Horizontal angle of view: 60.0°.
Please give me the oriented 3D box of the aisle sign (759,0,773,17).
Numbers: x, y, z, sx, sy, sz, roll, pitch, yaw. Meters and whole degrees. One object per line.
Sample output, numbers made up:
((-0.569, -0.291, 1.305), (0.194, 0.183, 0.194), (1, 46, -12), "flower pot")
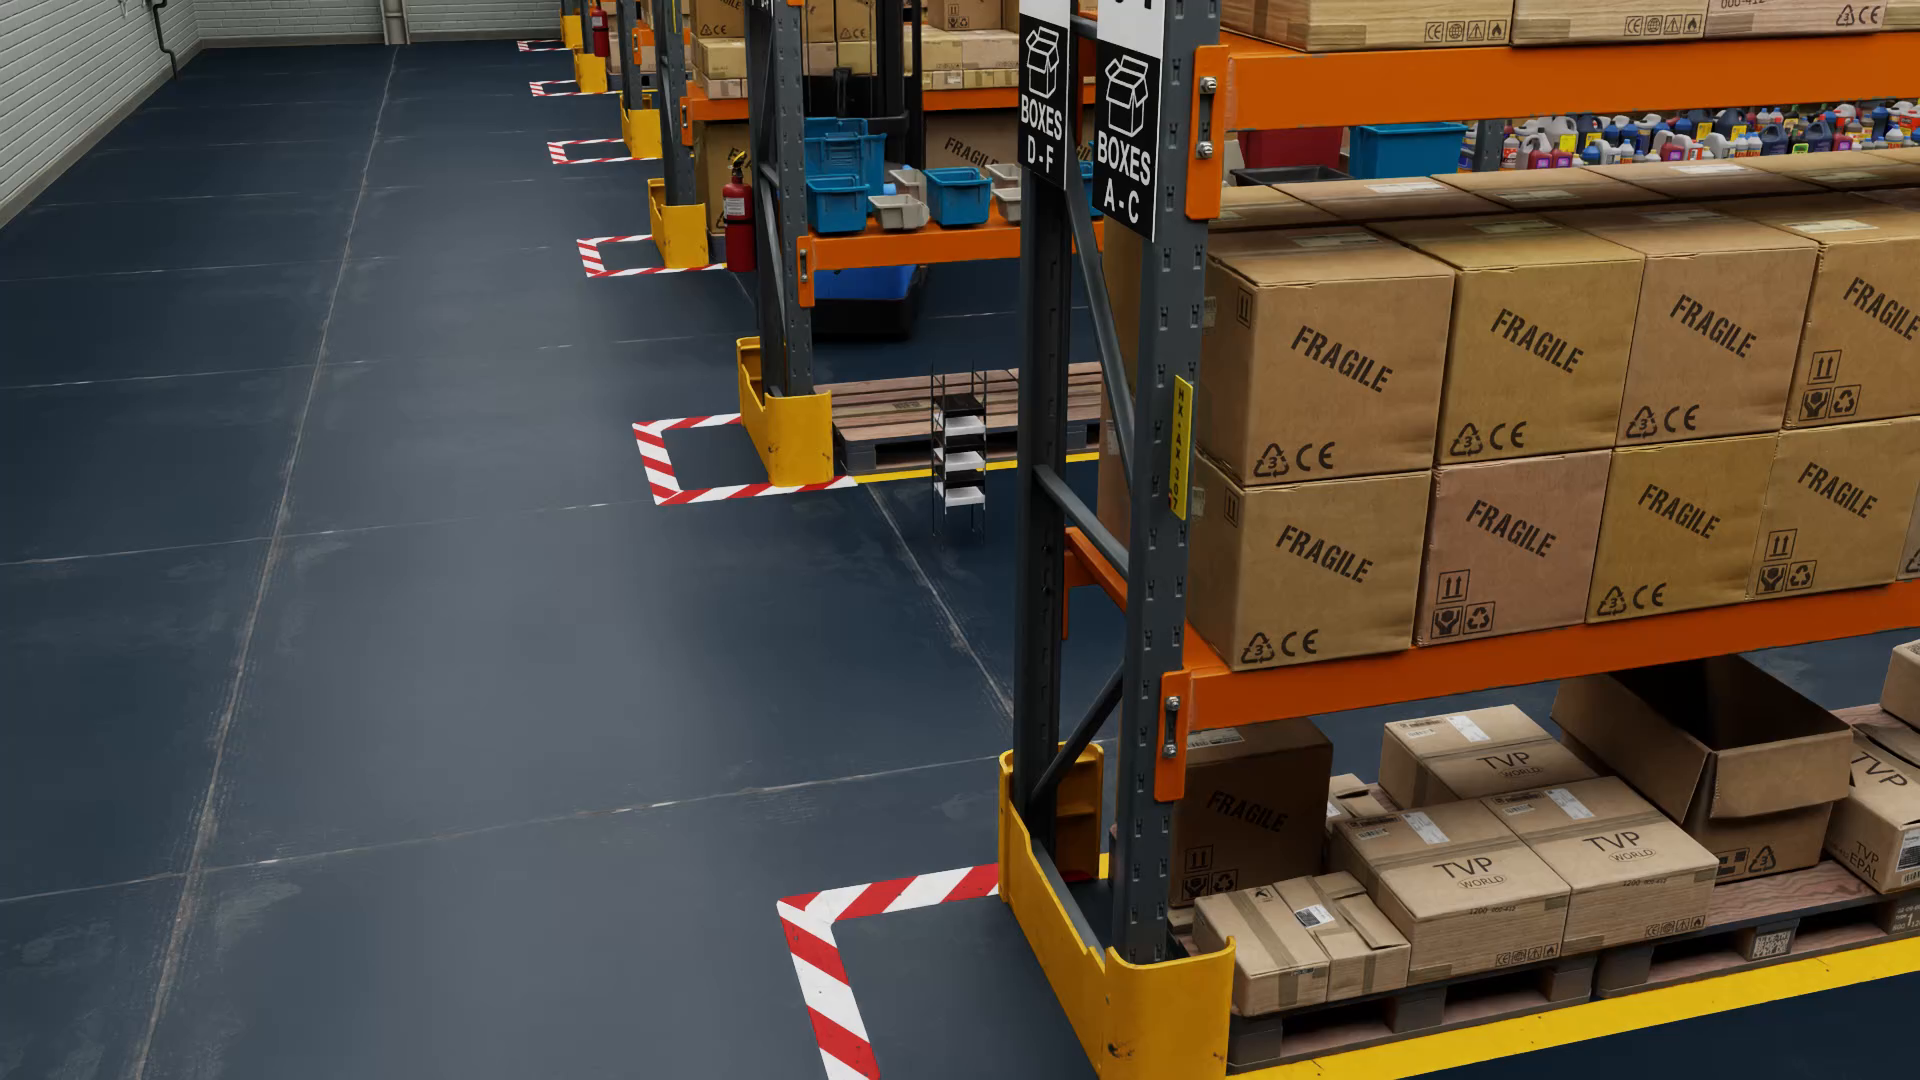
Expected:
((-0.962, -2.976, 8.084), (0.004, 0.787, 0.394), (-6, 24, -14), "aisle sign")

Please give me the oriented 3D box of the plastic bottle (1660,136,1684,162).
((4.201, -2.246, 9.828), (0.133, 0.283, 0.061), (-6, 24, -14), "plastic bottle")

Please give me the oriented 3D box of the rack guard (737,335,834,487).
((-0.993, -0.745, 9.353), (0.348, 0.500, 1.175), (-6, 24, -14), "rack guard")

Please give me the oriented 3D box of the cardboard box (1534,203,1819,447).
((1.844, -0.583, 4.410), (0.500, 0.500, 0.500), (-6, 24, -14), "cardboard box")

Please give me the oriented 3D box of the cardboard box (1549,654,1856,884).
((2.405, 0.700, 5.421), (0.637, 0.503, 0.797), (-6, 24, -14), "cardboard box")

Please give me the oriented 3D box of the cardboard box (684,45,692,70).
((-3.501, -6.769, 22.938), (0.875, 0.438, 0.875), (-6, 24, -13), "cardboard box")

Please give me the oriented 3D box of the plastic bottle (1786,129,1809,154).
((5.048, -2.339, 10.046), (0.133, 0.283, 0.061), (-6, 24, -14), "plastic bottle")

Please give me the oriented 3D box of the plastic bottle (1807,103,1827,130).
((5.638, -2.730, 10.957), (0.133, 0.283, 0.061), (-6, 24, -14), "plastic bottle")

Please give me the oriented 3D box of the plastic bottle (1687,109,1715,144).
((4.735, -2.644, 10.671), (0.185, 0.351, 0.144), (-6, 24, -14), "plastic bottle")

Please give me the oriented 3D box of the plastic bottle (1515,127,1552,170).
((3.343, -2.224, 9.691), (0.185, 0.351, 0.144), (-6, 24, -14), "plastic bottle")

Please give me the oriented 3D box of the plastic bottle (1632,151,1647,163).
((3.992, -2.192, 9.807), (0.097, 0.201, 0.097), (0, 23, 0), "plastic bottle")

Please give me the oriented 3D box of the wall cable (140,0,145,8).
((-10.805, -7.939, 21.660), (0.122, 1.984, 0.588), (-6, 24, -14), "wall cable")

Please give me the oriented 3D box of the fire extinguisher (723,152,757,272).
((-1.241, -1.851, 9.331), (0.183, 0.674, 0.296), (-6, 24, -14), "fire extinguisher")

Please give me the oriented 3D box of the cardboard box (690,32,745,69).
((-1.916, -4.002, 13.586), (0.500, 0.250, 0.500), (-7, 24, -15), "cardboard box")

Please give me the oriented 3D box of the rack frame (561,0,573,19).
((-6.333, -9.428, 26.420), (0.127, 3.000, 1.000), (-6, 24, -14), "rack frame")

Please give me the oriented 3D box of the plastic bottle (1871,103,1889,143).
((6.106, -2.769, 11.063), (0.097, 0.271, 0.097), (0, 23, 0), "plastic bottle")

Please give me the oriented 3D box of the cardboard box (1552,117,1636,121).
((6.031, -3.767, 15.836), (0.500, 0.500, 0.700), (-8, 24, -17), "cardboard box")

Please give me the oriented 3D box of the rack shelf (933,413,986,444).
((-0.008, -0.547, 8.013), (0.200, 0.077, 0.258), (-6, 24, -14), "rack shelf")

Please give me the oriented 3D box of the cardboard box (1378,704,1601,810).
((1.741, 0.800, 5.512), (0.500, 0.250, 0.500), (-6, 24, -14), "cardboard box")

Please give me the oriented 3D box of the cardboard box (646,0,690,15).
((-3.047, -5.801, 17.462), (0.500, 0.500, 0.500), (-5, 24, -12), "cardboard box")

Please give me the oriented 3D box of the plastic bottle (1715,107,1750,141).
((4.906, -2.601, 10.570), (0.185, 0.351, 0.144), (-6, 24, -14), "plastic bottle")

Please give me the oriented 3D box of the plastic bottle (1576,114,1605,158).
((3.891, -2.492, 10.316), (0.185, 0.351, 0.144), (-6, 24, -14), "plastic bottle")

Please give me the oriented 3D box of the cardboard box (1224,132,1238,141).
((2.151, -3.500, 14.766), (0.875, 0.875, 1.225), (-6, 24, -14), "cardboard box")

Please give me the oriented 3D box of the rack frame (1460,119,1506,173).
((2.878, -2.328, 9.871), (0.127, 3.000, 1.000), (-6, 24, -14), "rack frame")

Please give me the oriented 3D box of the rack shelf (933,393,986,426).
((-0.008, -0.630, 7.977), (0.200, 0.077, 0.258), (-6, 24, -14), "rack shelf")

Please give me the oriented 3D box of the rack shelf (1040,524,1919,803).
((2.287, 0.097, 5.132), (4.000, 0.370, 1.077), (-6, 24, -14), "rack shelf")

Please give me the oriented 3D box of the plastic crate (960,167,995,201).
((0.046, -1.989, 9.340), (0.243, 0.136, 0.396), (-6, 24, -14), "plastic crate")

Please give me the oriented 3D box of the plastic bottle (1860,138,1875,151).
((5.554, -2.365, 10.210), (0.097, 0.201, 0.097), (0, 23, 0), "plastic bottle")

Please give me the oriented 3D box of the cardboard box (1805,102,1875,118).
((8.646, -4.056, 16.512), (0.500, 0.500, 0.700), (-8, 25, -18), "cardboard box")

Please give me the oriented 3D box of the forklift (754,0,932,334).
((-0.796, -3.289, 12.198), (1.130, 2.935, 3.031), (1, 23, 3), "forklift")

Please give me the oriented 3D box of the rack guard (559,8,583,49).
((-6.259, -8.288, 26.931), (0.348, 0.500, 1.175), (-6, 24, -14), "rack guard")

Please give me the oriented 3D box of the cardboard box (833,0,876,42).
((-0.798, -4.254, 13.221), (0.500, 0.500, 0.500), (-7, 24, -16), "cardboard box")

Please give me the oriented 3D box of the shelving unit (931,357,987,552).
((-0.008, -0.413, 8.071), (0.210, 0.900, 0.258), (-6, 24, -14), "shelving unit")

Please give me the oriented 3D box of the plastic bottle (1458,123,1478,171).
((3.170, -2.435, 10.279), (0.135, 0.276, 0.152), (-6, 24, -14), "plastic bottle")

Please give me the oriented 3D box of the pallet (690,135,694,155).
((-2.689, -4.476, 18.413), (1.213, 0.211, 1.003), (-6, 24, -14), "pallet")

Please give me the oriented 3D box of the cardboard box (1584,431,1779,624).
((1.839, -0.123, 4.606), (0.500, 0.500, 0.500), (-6, 24, -15), "cardboard box")

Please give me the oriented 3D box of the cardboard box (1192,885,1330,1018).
((0.857, 1.173, 4.769), (0.250, 0.149, 0.380), (-6, 24, -14), "cardboard box")

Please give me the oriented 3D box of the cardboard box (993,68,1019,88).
((0.344, -3.826, 13.681), (0.250, 0.149, 0.380), (-6, 24, -13), "cardboard box")

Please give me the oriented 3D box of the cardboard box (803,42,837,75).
((-1.278, -3.856, 13.246), (0.500, 0.250, 0.500), (-7, 24, -15), "cardboard box")

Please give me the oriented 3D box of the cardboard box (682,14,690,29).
((-2.919, -5.513, 17.614), (0.250, 0.149, 0.380), (-5, 24, -12), "cardboard box")

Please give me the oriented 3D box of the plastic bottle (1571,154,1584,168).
((3.581, -2.147, 9.701), (0.097, 0.201, 0.097), (0, 23, 0), "plastic bottle")

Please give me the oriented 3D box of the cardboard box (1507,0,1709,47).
((1.409, -1.337, 3.947), (0.500, 0.250, 0.500), (-6, 24, -14), "cardboard box")

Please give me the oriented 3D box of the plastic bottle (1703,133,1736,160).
((4.541, -2.299, 9.960), (0.135, 0.276, 0.152), (-6, 24, -14), "plastic bottle")

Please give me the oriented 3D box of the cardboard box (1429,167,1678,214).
((1.699, -0.789, 4.890), (0.500, 0.500, 0.500), (-6, 24, -13), "cardboard box")

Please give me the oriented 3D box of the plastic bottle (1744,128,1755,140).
((4.809, -2.374, 10.142), (0.097, 0.271, 0.097), (0, 23, 0), "plastic bottle")

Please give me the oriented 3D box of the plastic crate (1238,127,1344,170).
((1.950, -2.385, 9.846), (0.583, 0.464, 0.402), (-6, 24, -14), "plastic crate")

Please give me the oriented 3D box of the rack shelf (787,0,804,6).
((0.952, -3.162, 8.925), (4.000, 0.370, 1.077), (-6, 24, -14), "rack shelf")

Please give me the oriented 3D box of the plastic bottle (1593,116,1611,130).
((4.007, -2.528, 10.495), (0.135, 0.276, 0.152), (-6, 24, -14), "plastic bottle")

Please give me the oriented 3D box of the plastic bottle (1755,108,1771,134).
((5.216, -2.671, 10.834), (0.097, 0.271, 0.097), (0, 23, 0), "plastic bottle")

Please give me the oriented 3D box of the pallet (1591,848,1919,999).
((2.374, 1.039, 5.561), (1.213, 0.211, 1.003), (-6, 24, -14), "pallet")

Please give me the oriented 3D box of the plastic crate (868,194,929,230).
((-0.316, -1.712, 8.694), (0.298, 0.136, 0.250), (-6, 24, -14), "plastic crate")

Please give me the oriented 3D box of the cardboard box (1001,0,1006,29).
((0.534, -4.617, 14.068), (0.500, 0.500, 0.500), (-6, 24, -14), "cardboard box")
